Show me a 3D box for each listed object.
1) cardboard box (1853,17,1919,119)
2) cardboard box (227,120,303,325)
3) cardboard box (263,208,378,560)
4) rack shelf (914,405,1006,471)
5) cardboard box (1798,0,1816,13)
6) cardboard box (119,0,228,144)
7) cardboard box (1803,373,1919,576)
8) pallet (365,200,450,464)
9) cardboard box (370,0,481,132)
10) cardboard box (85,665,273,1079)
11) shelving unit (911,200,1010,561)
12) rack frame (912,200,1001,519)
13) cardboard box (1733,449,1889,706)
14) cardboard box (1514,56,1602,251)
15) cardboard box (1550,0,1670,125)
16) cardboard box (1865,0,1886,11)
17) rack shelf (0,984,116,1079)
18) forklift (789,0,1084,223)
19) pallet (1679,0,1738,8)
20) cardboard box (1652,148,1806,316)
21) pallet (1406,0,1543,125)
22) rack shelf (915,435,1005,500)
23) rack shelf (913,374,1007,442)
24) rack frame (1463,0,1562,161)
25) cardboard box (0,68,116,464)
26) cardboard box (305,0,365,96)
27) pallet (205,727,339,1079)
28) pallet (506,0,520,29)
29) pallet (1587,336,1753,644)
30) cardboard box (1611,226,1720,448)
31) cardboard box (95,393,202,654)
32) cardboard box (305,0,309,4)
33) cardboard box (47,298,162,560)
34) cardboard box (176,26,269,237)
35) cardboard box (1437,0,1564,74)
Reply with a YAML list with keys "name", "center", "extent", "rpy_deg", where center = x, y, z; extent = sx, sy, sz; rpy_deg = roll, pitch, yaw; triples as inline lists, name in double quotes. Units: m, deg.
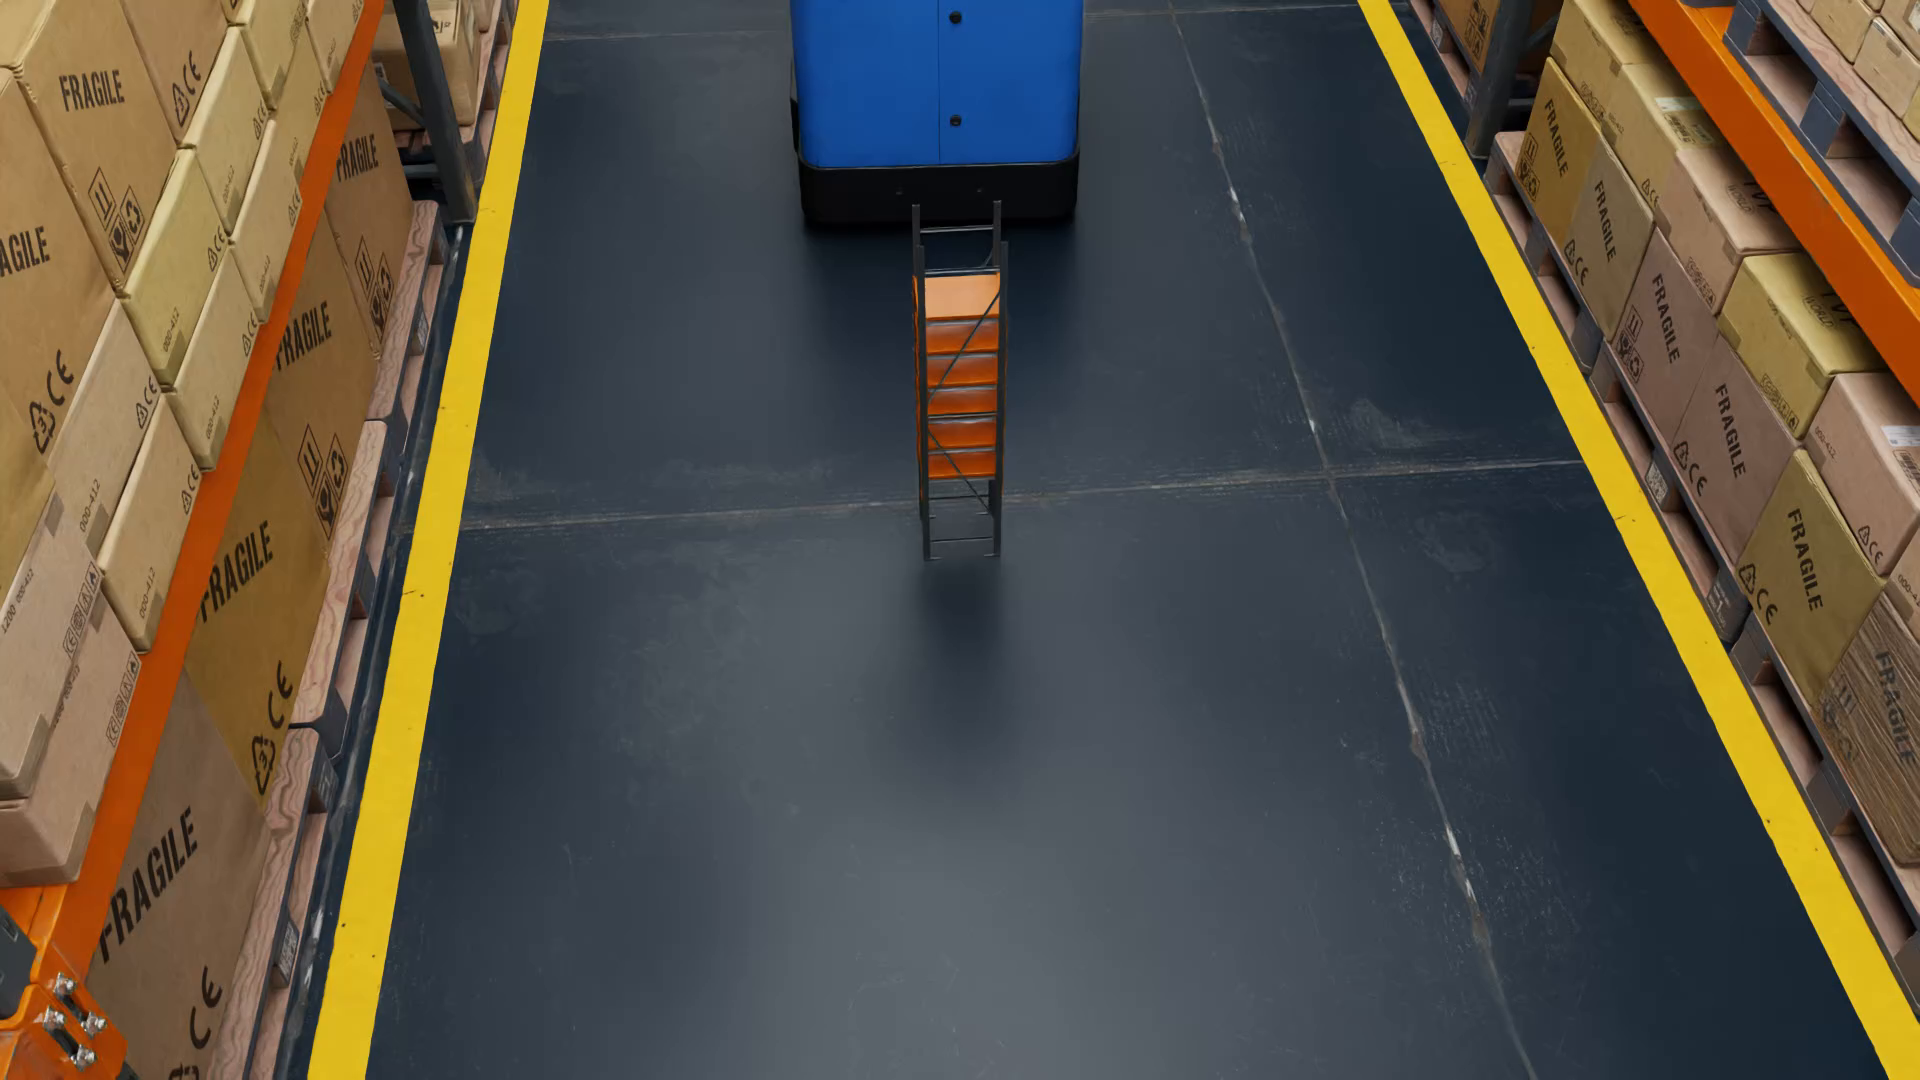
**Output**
- name: "cardboard box"
  center: [2.525, -1.207, 4.211]
  extent: [0.380, 0.149, 0.250]
  rpy_deg: [-5, 47, -5]
- name: "cardboard box"
  center: [-1.912, -0.756, 4.003]
  extent: [0.500, 0.250, 0.500]
  rpy_deg: [-4, 47, -4]
- name: "cardboard box"
  center: [-2.323, -0.522, 4.853]
  extent: [0.875, 0.875, 0.875]
  rpy_deg: [-3, 47, -3]
- name: "rack shelf"
  center: [-0.001, -0.310, 4.944]
  extent: [0.258, 0.103, 0.180]
  rpy_deg: [-3, 47, -3]
- name: "cardboard box"
  center: [2.486, -1.578, 4.562]
  extent: [0.380, 0.149, 0.250]
  rpy_deg: [-2, 47, -2]
- name: "cardboard box"
  center: [-1.944, -1.182, 3.546]
  extent: [0.500, 0.500, 0.500]
  rpy_deg: [-4, 47, -4]
- name: "cardboard box"
  center: [2.546, -0.177, 4.268]
  extent: [0.500, 0.250, 0.500]
  rpy_deg: [-1, 47, -1]
- name: "pallet"
  center: [-2.378, -0.725, 5.791]
  extent: [1.003, 0.211, 1.213]
  rpy_deg: [-3, 47, -3]
- name: "cardboard box"
  center: [-2.406, -1.909, 6.512]
  extent: [0.950, 0.372, 0.625]
  rpy_deg: [-6, 47, -6]
- name: "cardboard box"
  center: [-2.166, 0.778, 3.621]
  extent: [0.875, 0.875, 0.875]
  rpy_deg: [-2, 47, -2]
- name: "shelving unit"
  center: [-0.001, -0.423, 4.824]
  extent: [0.258, 1.200, 0.189]
  rpy_deg: [-3, 47, -3]
- name: "rack frame"
  center: [-0.009, -0.489, 4.887]
  extent: [0.240, 1.200, 0.006]
  rpy_deg: [-3, 47, -3]
- name: "cardboard box"
  center: [2.535, 0.085, 4.536]
  extent: [0.500, 0.500, 0.500]
  rpy_deg: [-4, 47, -4]
- name: "cardboard box"
  center: [2.360, -1.390, 5.933]
  extent: [0.500, 0.500, 0.500]
  rpy_deg: [-5, 47, -5]
- name: "cardboard box"
  center: [2.372, -1.662, 5.674]
  extent: [0.500, 0.250, 0.500]
  rpy_deg: [-5, 47, -5]
- name: "cardboard box"
  center: [2.505, -1.499, 4.283]
  extent: [0.380, 0.149, 0.250]
  rpy_deg: [-4, 47, -4]
- name: "rack shelf"
  center: [-1.867, 2.330, 1.473]
  extent: [1.077, 0.370, 4.000]
  rpy_deg: [-3, 47, -3]
- name: "forklift"
  center: [-0.142, -3.267, 6.326]
  extent: [1.130, 2.935, 3.031]
  rpy_deg: [-2, 47, -2]
- name: "pallet"
  center: [2.721, -2.057, 5.265]
  extent: [1.213, 0.211, 1.003]
  rpy_deg: [-3, 47, -3]
- name: "cardboard box"
  center: [2.443, -0.936, 4.986]
  extent: [0.500, 0.250, 0.500]
  rpy_deg: [-3, 47, -3]
- name: "pallet"
  center: [2.564, -2.249, 7.234]
  extent: [1.003, 0.211, 1.213]
  rpy_deg: [-3, 47, -3]
- name: "rack shelf"
  center: [-0.001, -0.227, 5.031]
  extent: [0.258, 0.103, 0.180]
  rpy_deg: [-3, 47, -3]
- name: "rack shelf"
  center: [-0.001, -0.392, 4.857]
  extent: [0.258, 0.103, 0.180]
  rpy_deg: [-3, 47, -3]
- name: "rack frame"
  center: [2.555, -2.633, 5.677]
  extent: [1.000, 3.000, 0.127]
  rpy_deg: [-3, 47, -3]
- name: "cardboard box"
  center: [-1.855, -0.445, 2.848]
  extent: [0.500, 0.500, 0.500]
  rpy_deg: [-4, 47, -4]
- name: "cardboard box"
  center: [-2.009, -1.488, 4.697]
  extent: [0.500, 0.250, 0.500]
  rpy_deg: [-3, 47, -3]
- name: "pallet"
  center: [-2.174, 1.041, 4.119]
  extent: [1.003, 0.211, 1.213]
  rpy_deg: [-3, 47, -3]
- name: "pallet"
  center: [-2.532, -2.746, 7.705]
  extent: [1.003, 0.211, 1.213]
  rpy_deg: [-3, 47, -3]
- name: "pallet"
  center: [2.718, -0.228, 5.320]
  extent: [1.003, 0.211, 1.213]
  rpy_deg: [-3, 47, -3]
- name: "cardboard box"
  center: [2.453, -0.656, 5.237]
  extent: [0.500, 0.500, 0.500]
  rpy_deg: [-5, 47, -4]
- name: "cardboard box"
  center: [-1.853, -0.022, 3.308]
  extent: [0.500, 0.250, 0.500]
  rpy_deg: [-5, 47, -4]
- name: "cardboard box"
  center: [-2.029, -1.673, 4.528]
  extent: [0.500, 0.250, 0.500]
  rpy_deg: [-5, 47, -4]
- name: "cardboard box"
  center: [-1.862, -0.196, 3.129]
  extent: [0.500, 0.250, 0.500]
  rpy_deg: [-3, 47, -3]
- name: "cardboard box"
  center: [-1.922, -0.928, 3.822]
  extent: [0.500, 0.250, 0.500]
  rpy_deg: [-5, 47, -4]
- name: "cardboard box"
  center: [2.594, -2.449, 6.764]
  extent: [1.050, 0.750, 0.750]
  rpy_deg: [-4, 47, -4]
